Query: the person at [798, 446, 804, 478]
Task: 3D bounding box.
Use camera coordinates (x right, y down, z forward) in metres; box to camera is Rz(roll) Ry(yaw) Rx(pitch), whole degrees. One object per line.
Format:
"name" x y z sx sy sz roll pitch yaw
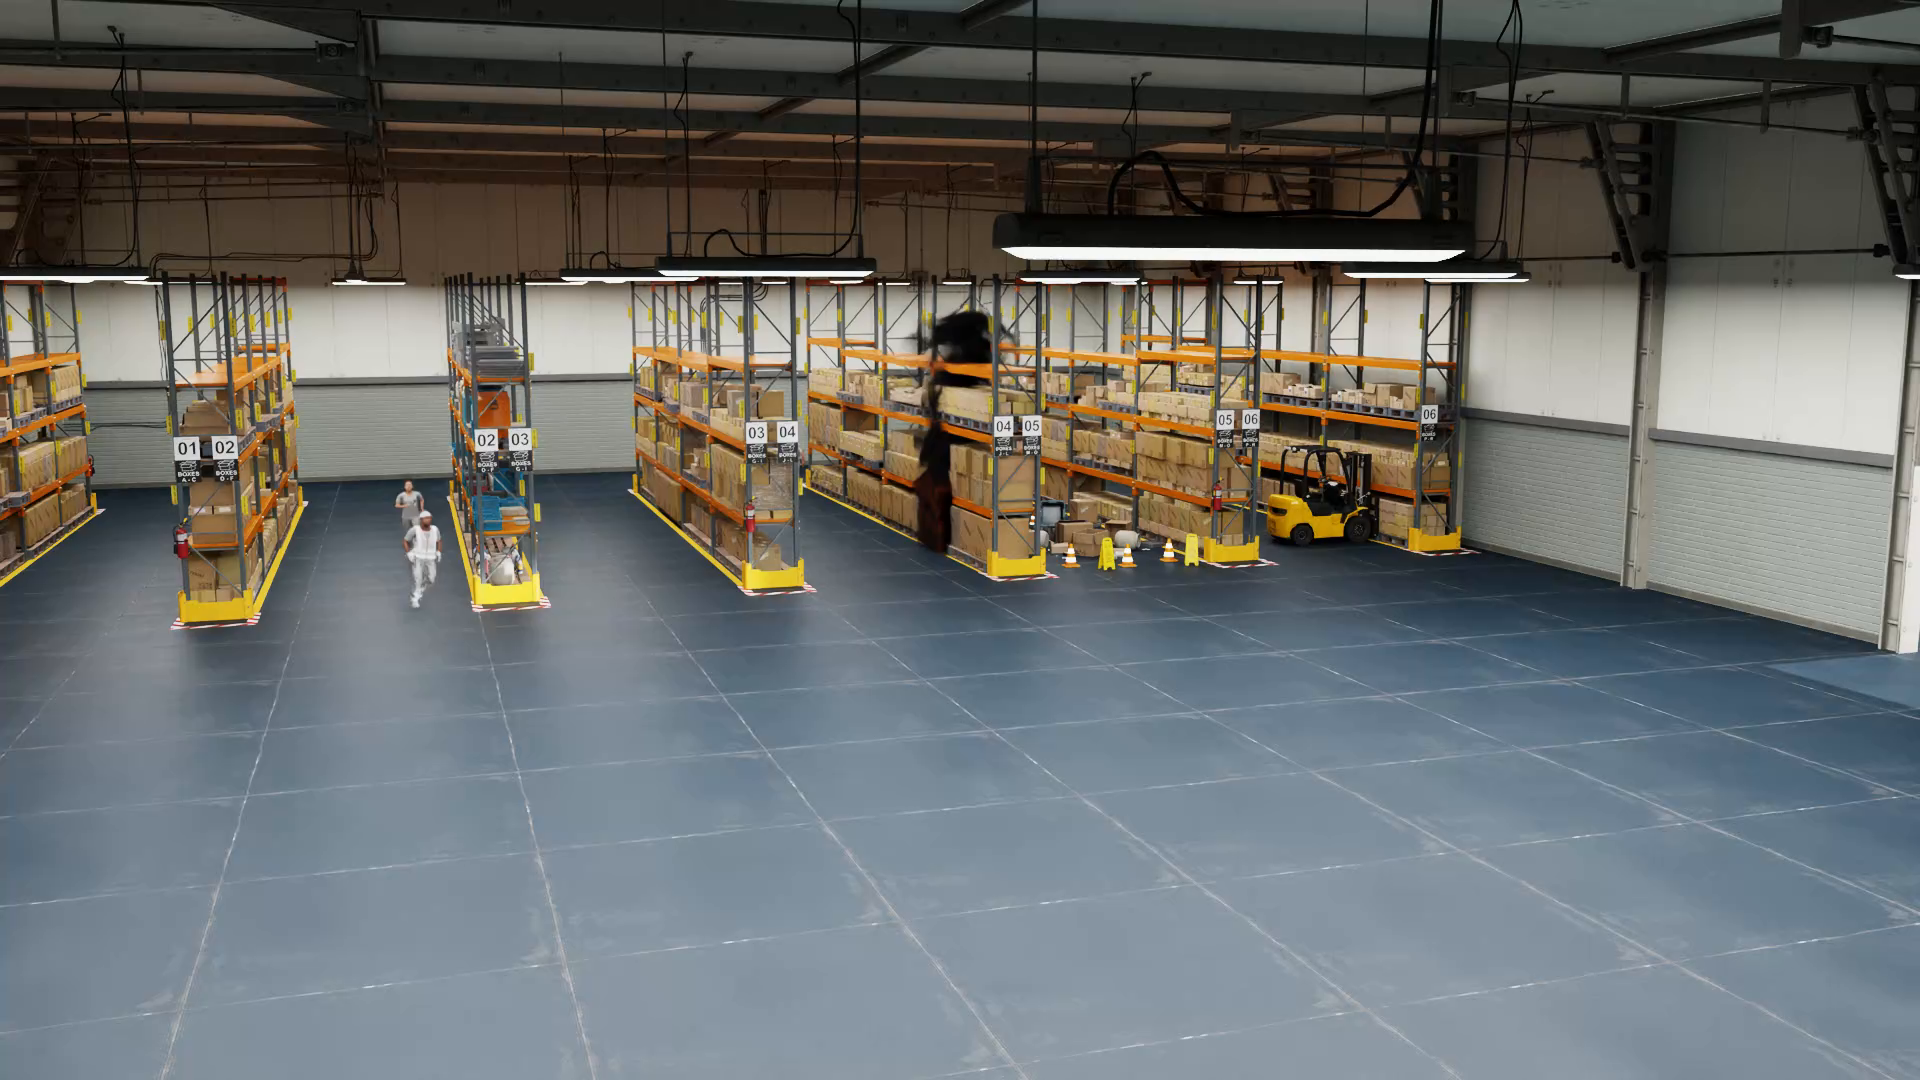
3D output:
"person" -4.530 -1.916 44.932 0.672 1.843 0.924 -2 9 -11

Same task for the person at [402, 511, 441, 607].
"person" -9.746 0.335 30.238 0.733 1.727 0.553 -6 10 -35

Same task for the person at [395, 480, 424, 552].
"person" -11.675 -0.438 35.317 0.583 1.691 0.895 -3 9 -19
